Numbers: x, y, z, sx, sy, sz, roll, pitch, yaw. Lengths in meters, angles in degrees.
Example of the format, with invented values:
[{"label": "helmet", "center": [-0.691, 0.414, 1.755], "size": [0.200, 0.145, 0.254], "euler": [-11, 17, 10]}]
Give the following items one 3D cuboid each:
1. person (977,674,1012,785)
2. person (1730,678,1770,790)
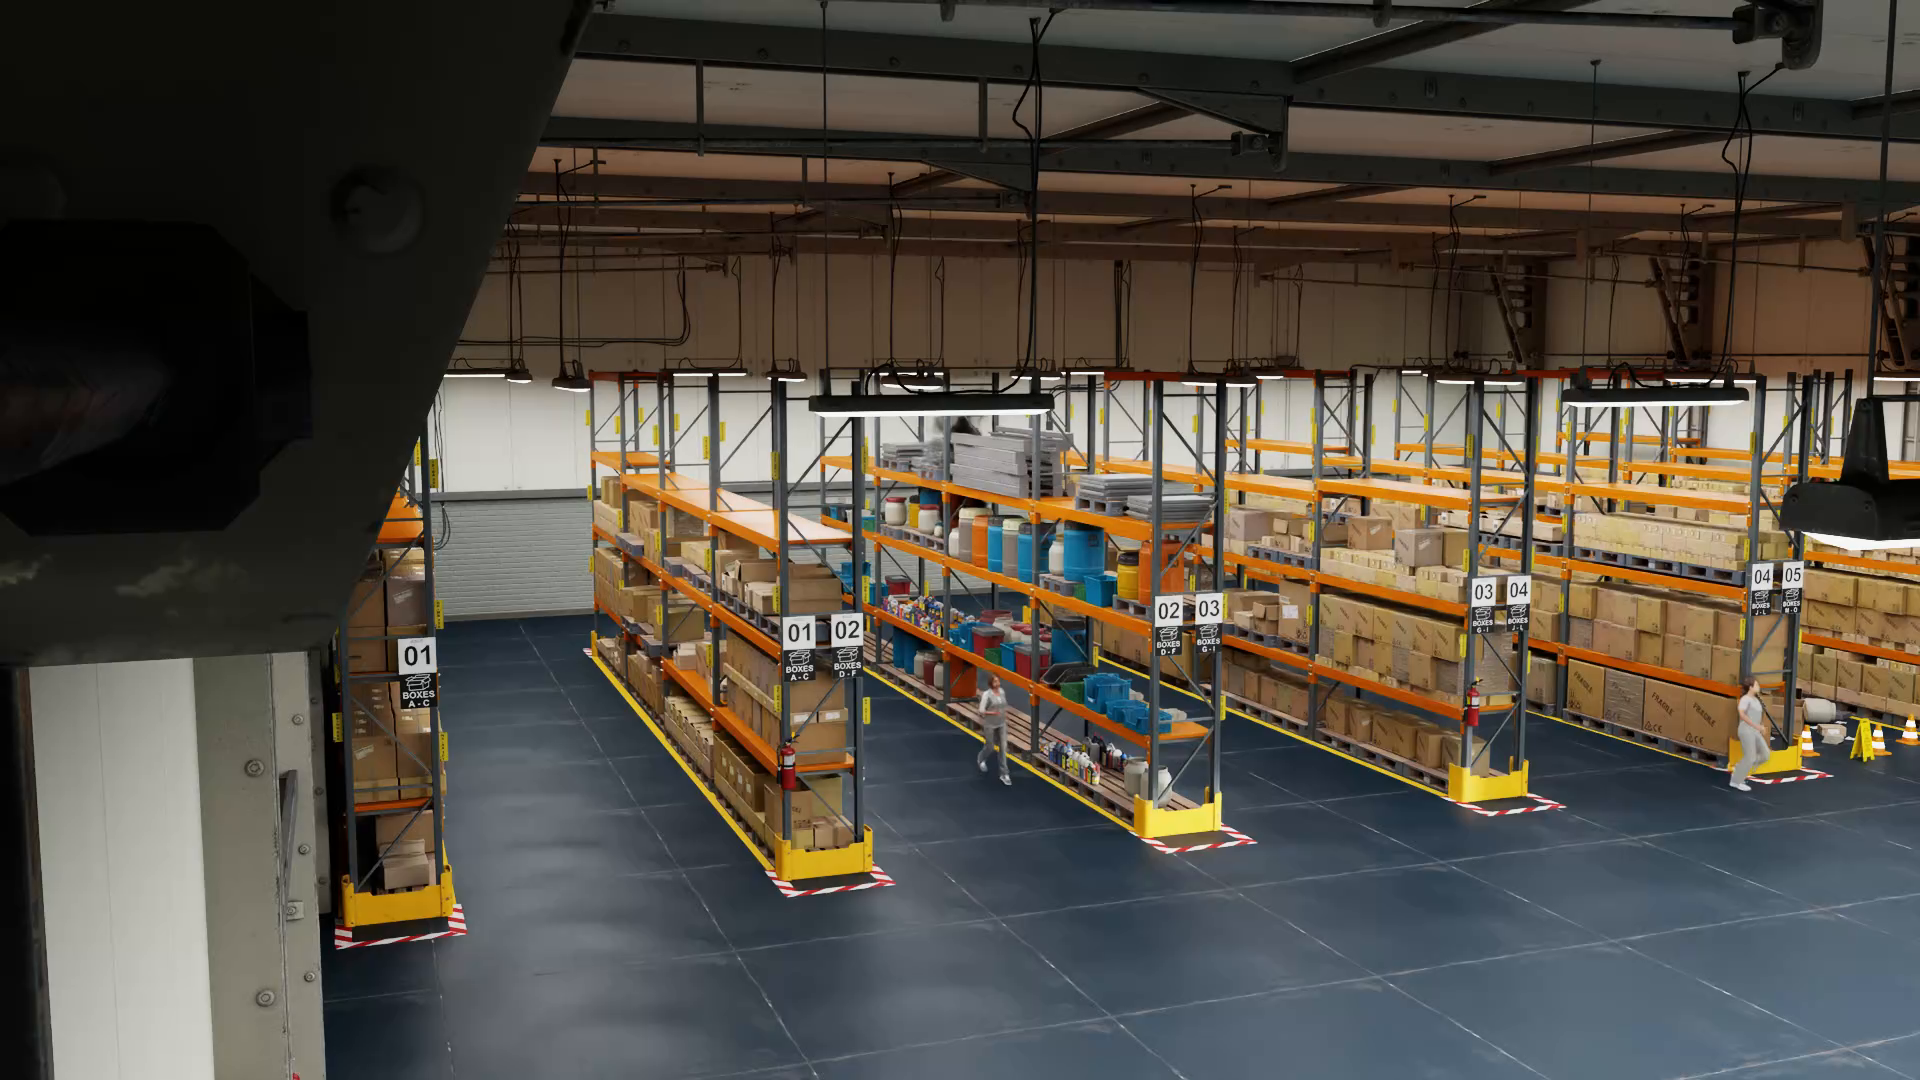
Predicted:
[{"label": "person", "center": [0.510, 2.768, 24.663], "size": [0.537, 1.596, 0.877], "euler": [-3, 7, -27]}, {"label": "person", "center": [11.580, 2.823, 24.273], "size": [0.636, 1.630, 0.492], "euler": [-6, 9, -44]}]
